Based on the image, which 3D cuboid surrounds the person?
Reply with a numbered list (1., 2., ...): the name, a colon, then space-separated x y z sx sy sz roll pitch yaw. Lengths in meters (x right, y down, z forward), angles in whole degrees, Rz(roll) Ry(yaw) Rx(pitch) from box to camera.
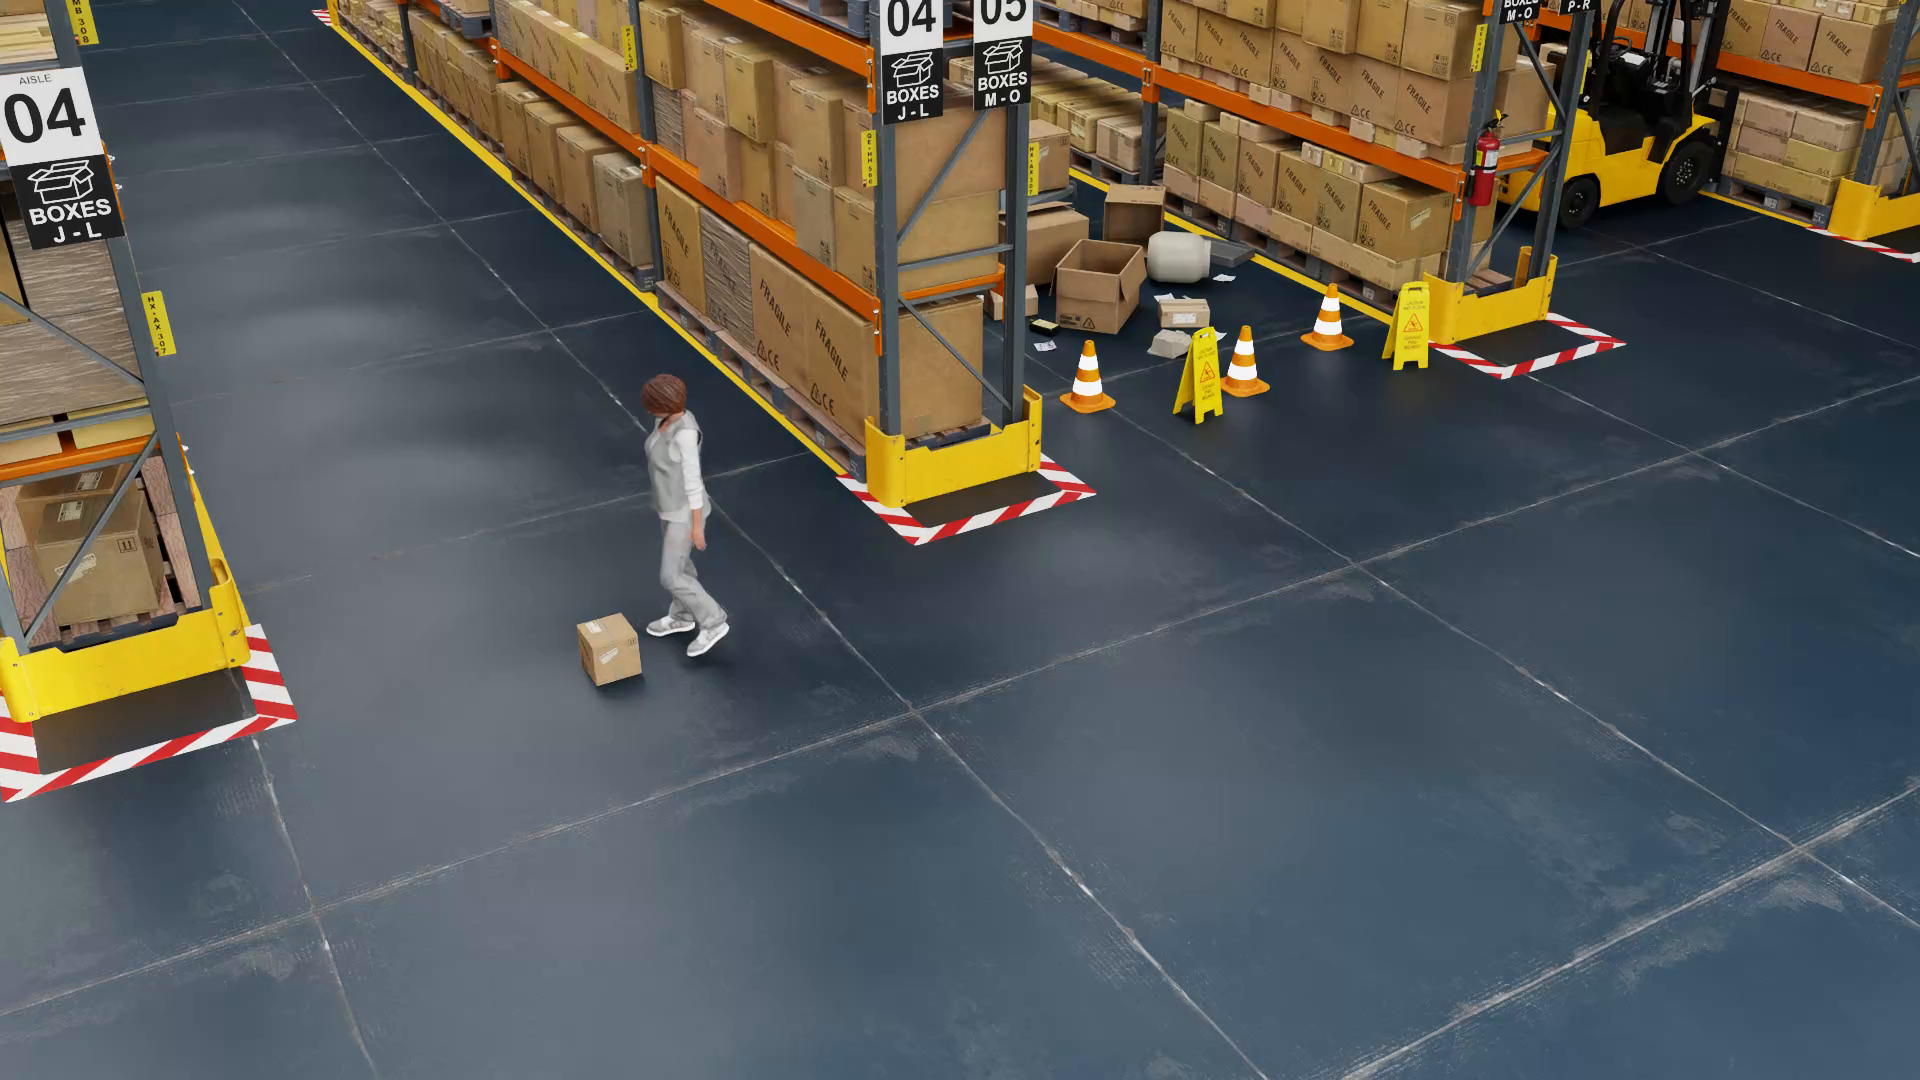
1. person: -1.495 -0.135 8.780 0.399 1.586 0.510 -11 31 -19
